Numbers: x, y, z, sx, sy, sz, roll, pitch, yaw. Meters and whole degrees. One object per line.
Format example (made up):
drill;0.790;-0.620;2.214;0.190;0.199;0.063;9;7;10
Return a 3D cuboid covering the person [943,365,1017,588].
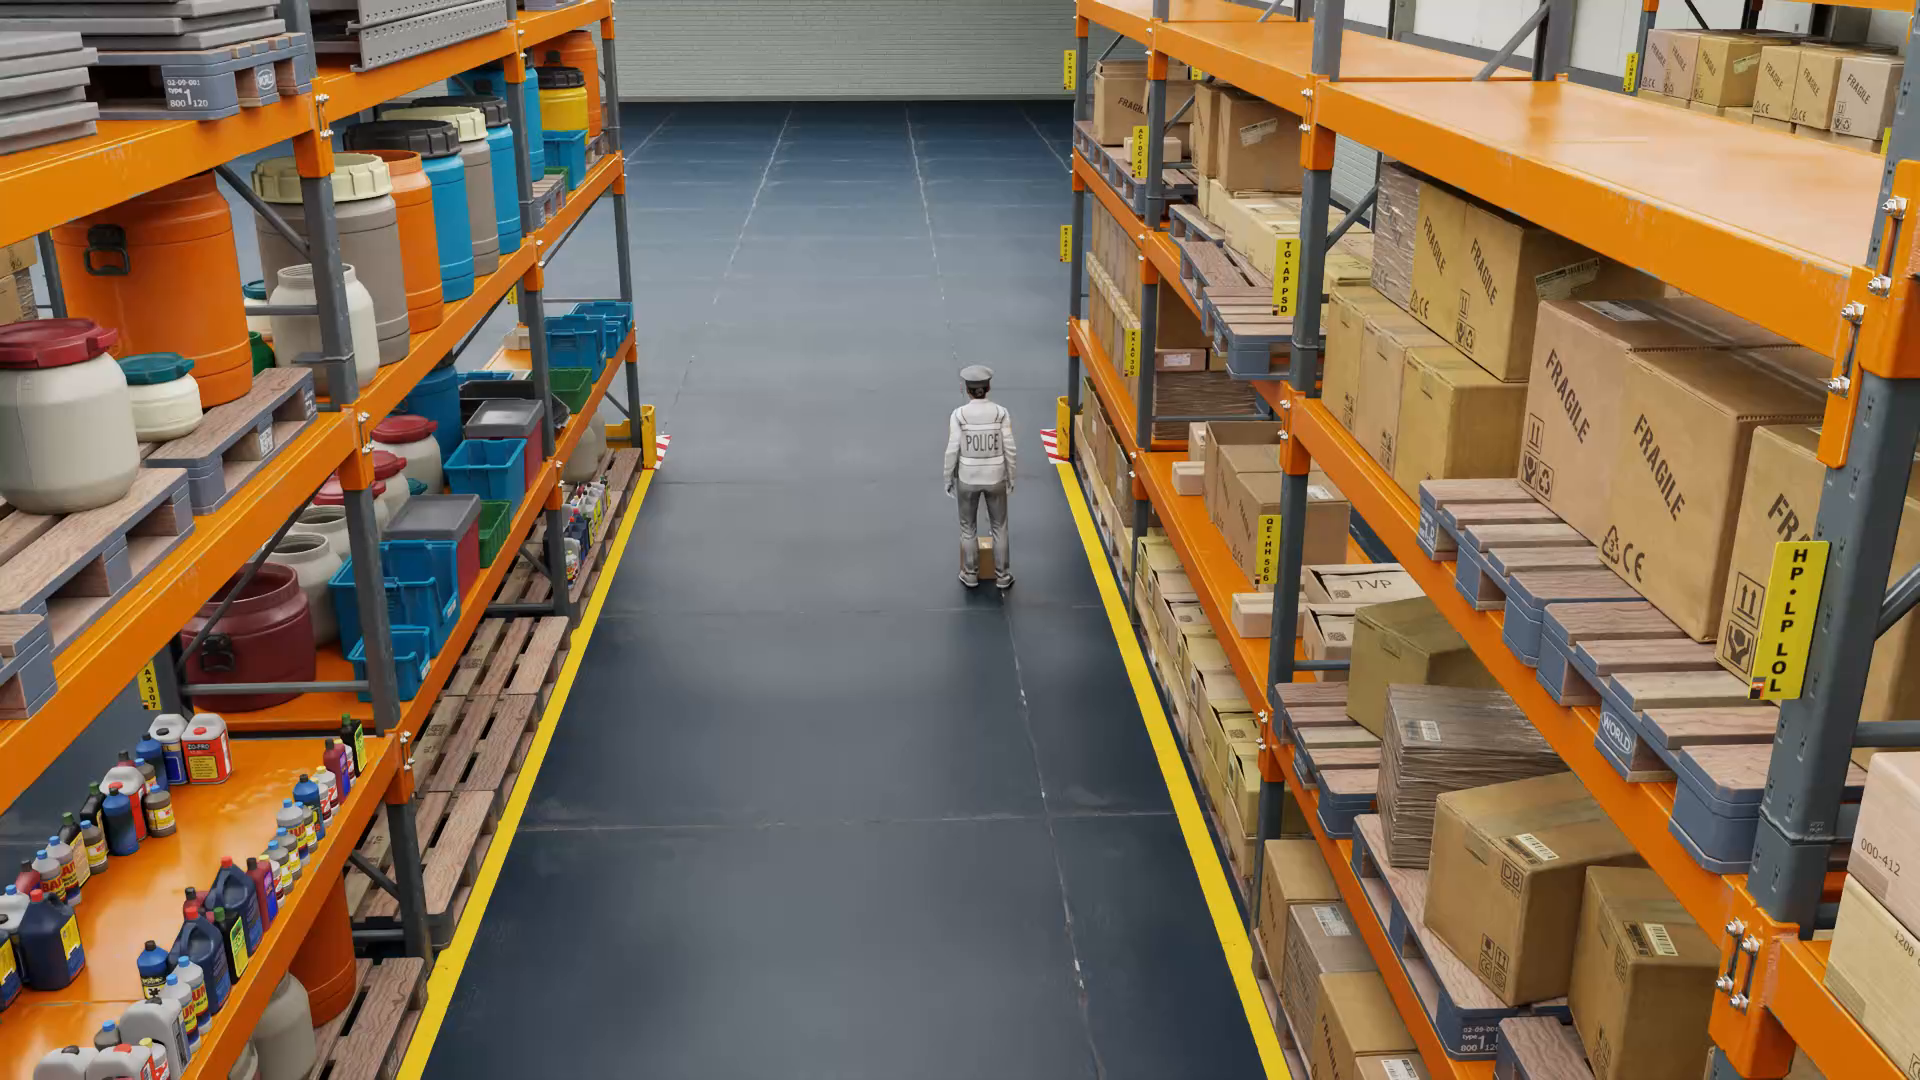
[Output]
person;0.148;-0.446;12.260;0.545;1.666;0.407;-2;21;-5
